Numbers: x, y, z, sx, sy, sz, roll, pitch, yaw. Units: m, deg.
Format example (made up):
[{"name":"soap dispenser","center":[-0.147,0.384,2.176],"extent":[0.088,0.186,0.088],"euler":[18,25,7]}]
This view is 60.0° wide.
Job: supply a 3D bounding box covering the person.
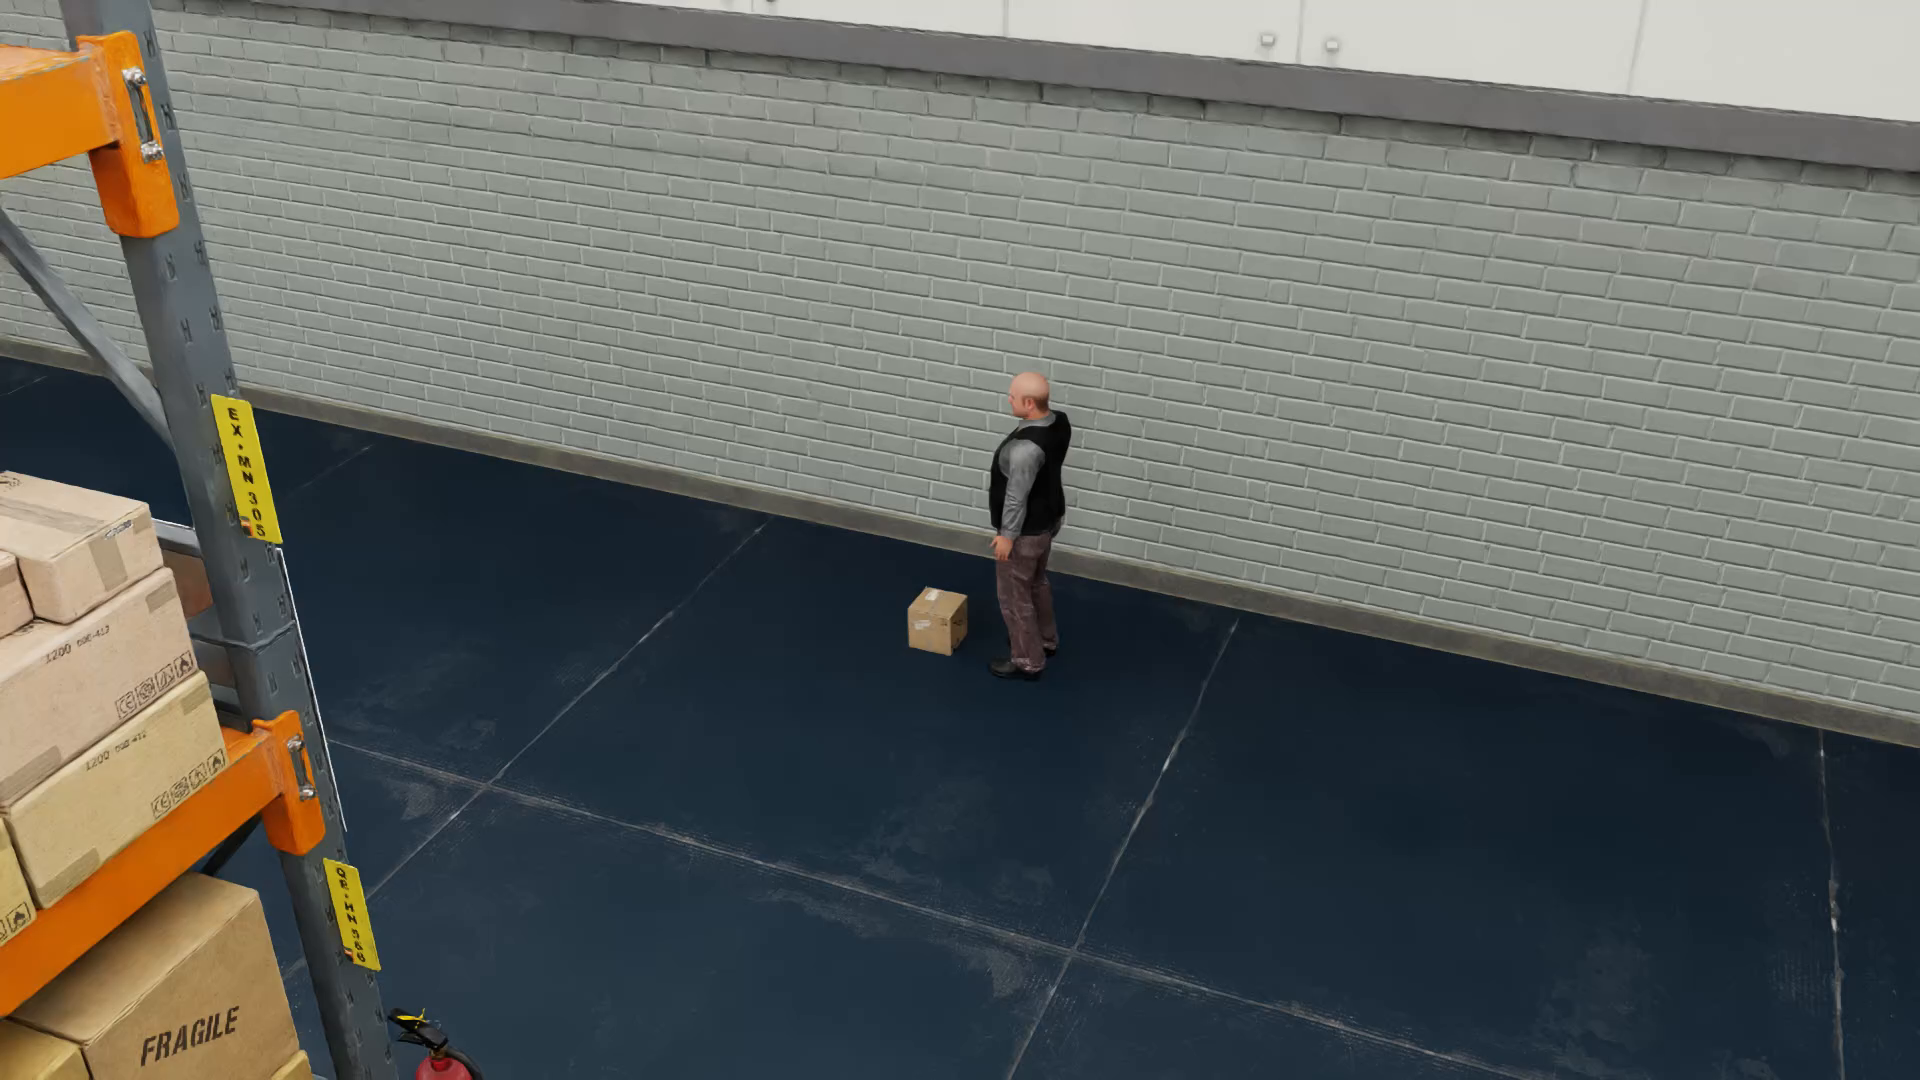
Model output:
[{"name":"person","center":[0.340,-0.074,8.566],"extent":[0.359,1.714,0.533],"euler":[12,32,20]}]
